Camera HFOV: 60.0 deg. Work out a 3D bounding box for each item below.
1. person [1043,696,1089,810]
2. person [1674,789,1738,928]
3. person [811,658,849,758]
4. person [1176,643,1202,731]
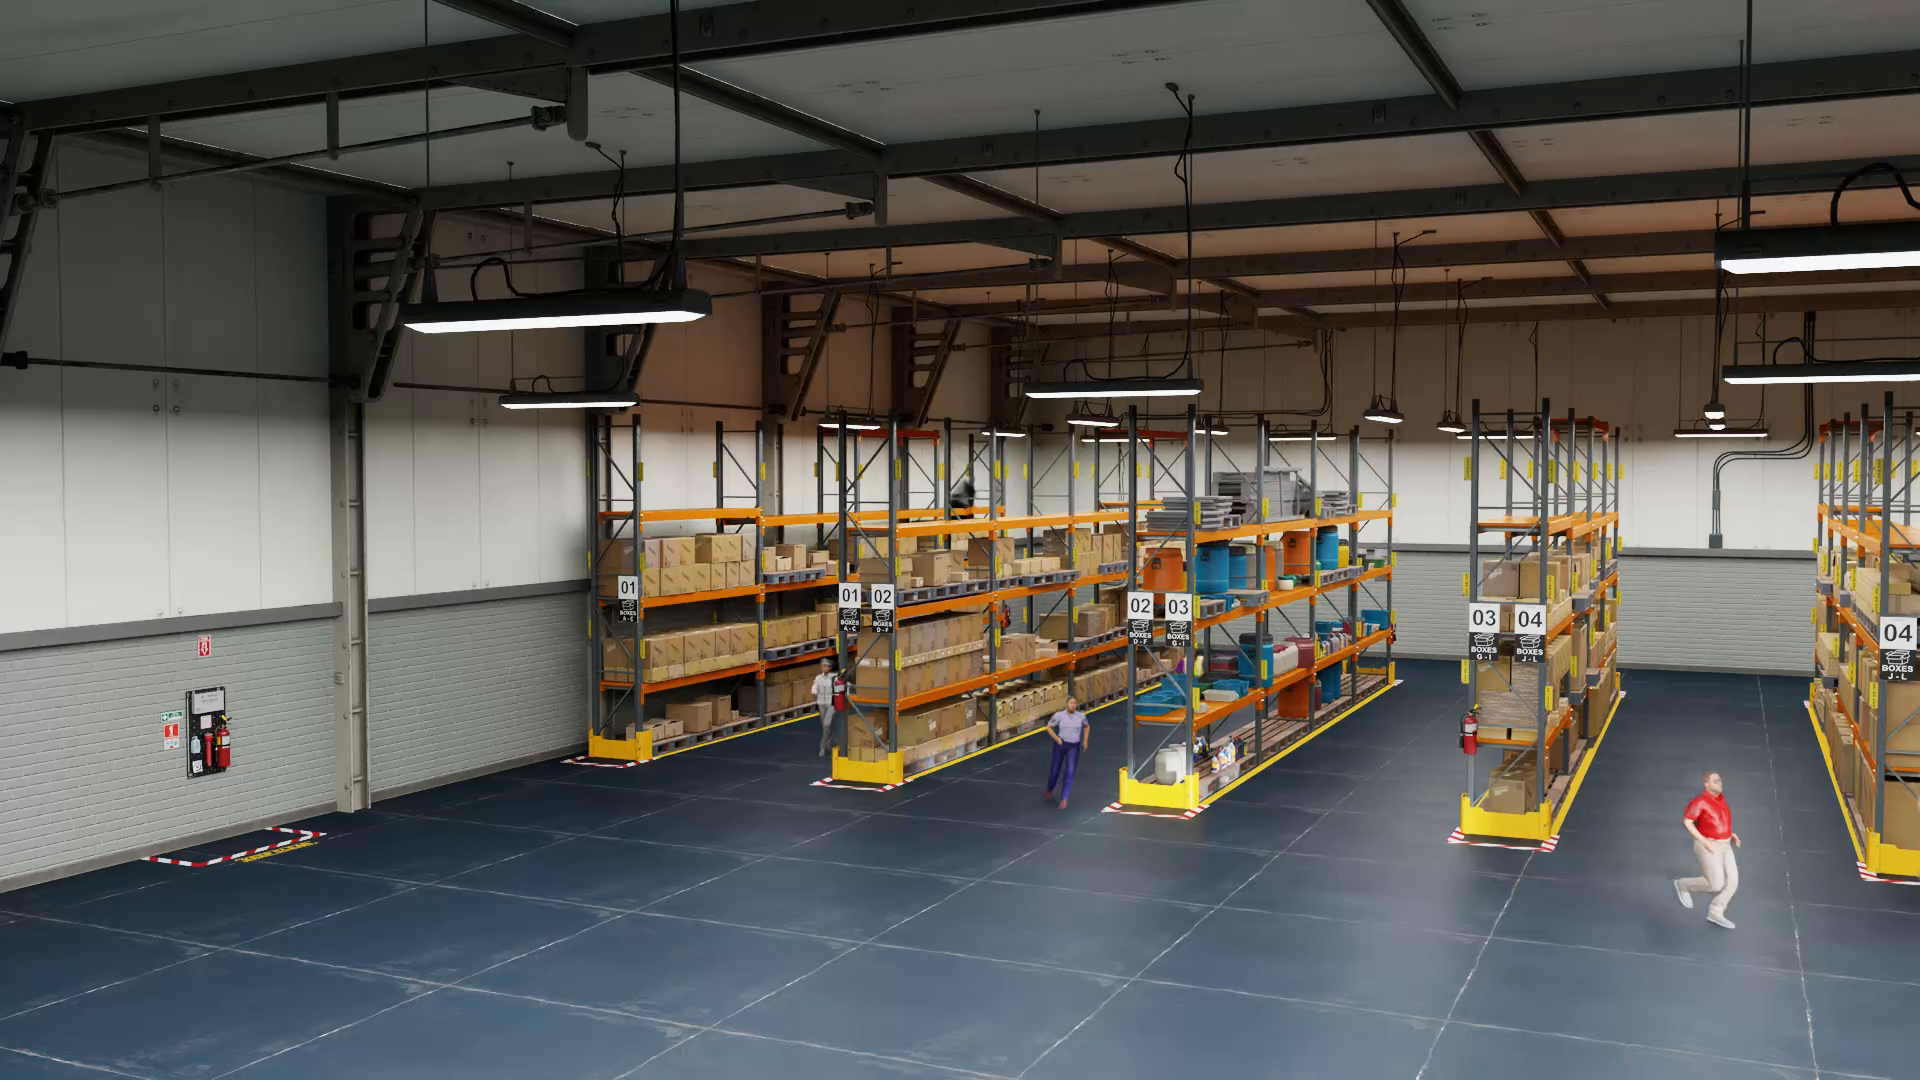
[{"bbox_3d":[1.602,3.169,24.961,0.697,1.670,0.827,0,2,2],"label":"person"},{"bbox_3d":[8.323,3.512,18.473,0.645,1.492,0.645,-1,3,-30],"label":"person"},{"bbox_3d":[-2.352,2.951,29.479,0.622,1.714,0.896,1,3,21],"label":"person"},{"bbox_3d":[4.447,2.841,31.606,0.706,1.803,0.764,1,3,28],"label":"person"}]
